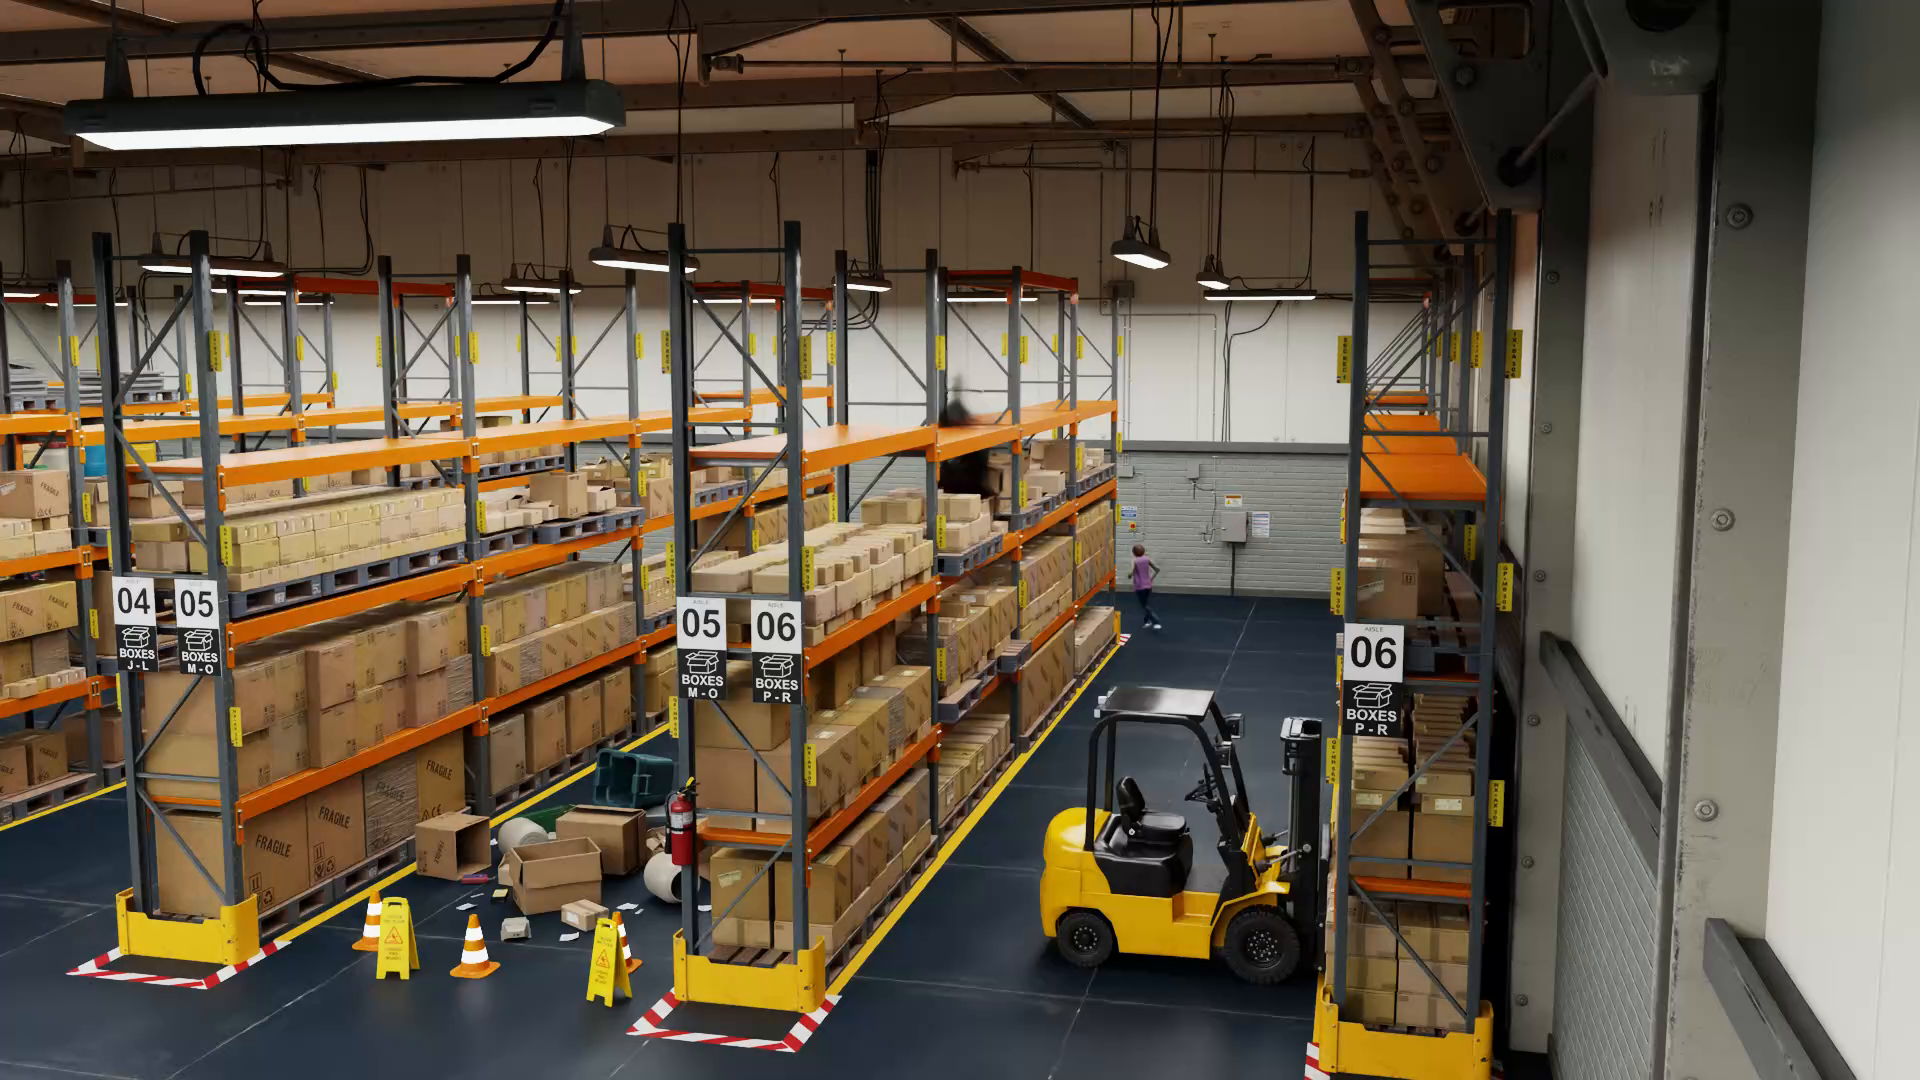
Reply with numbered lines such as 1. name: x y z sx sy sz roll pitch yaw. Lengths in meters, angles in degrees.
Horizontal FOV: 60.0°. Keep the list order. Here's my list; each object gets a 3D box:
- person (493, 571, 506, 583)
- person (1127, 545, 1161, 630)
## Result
1. person: -6.894 1.278 25.122 0.653 1.704 0.822 0 7 4
2. person: 3.196 0.855 29.198 0.658 1.577 0.725 -4 8 -28
